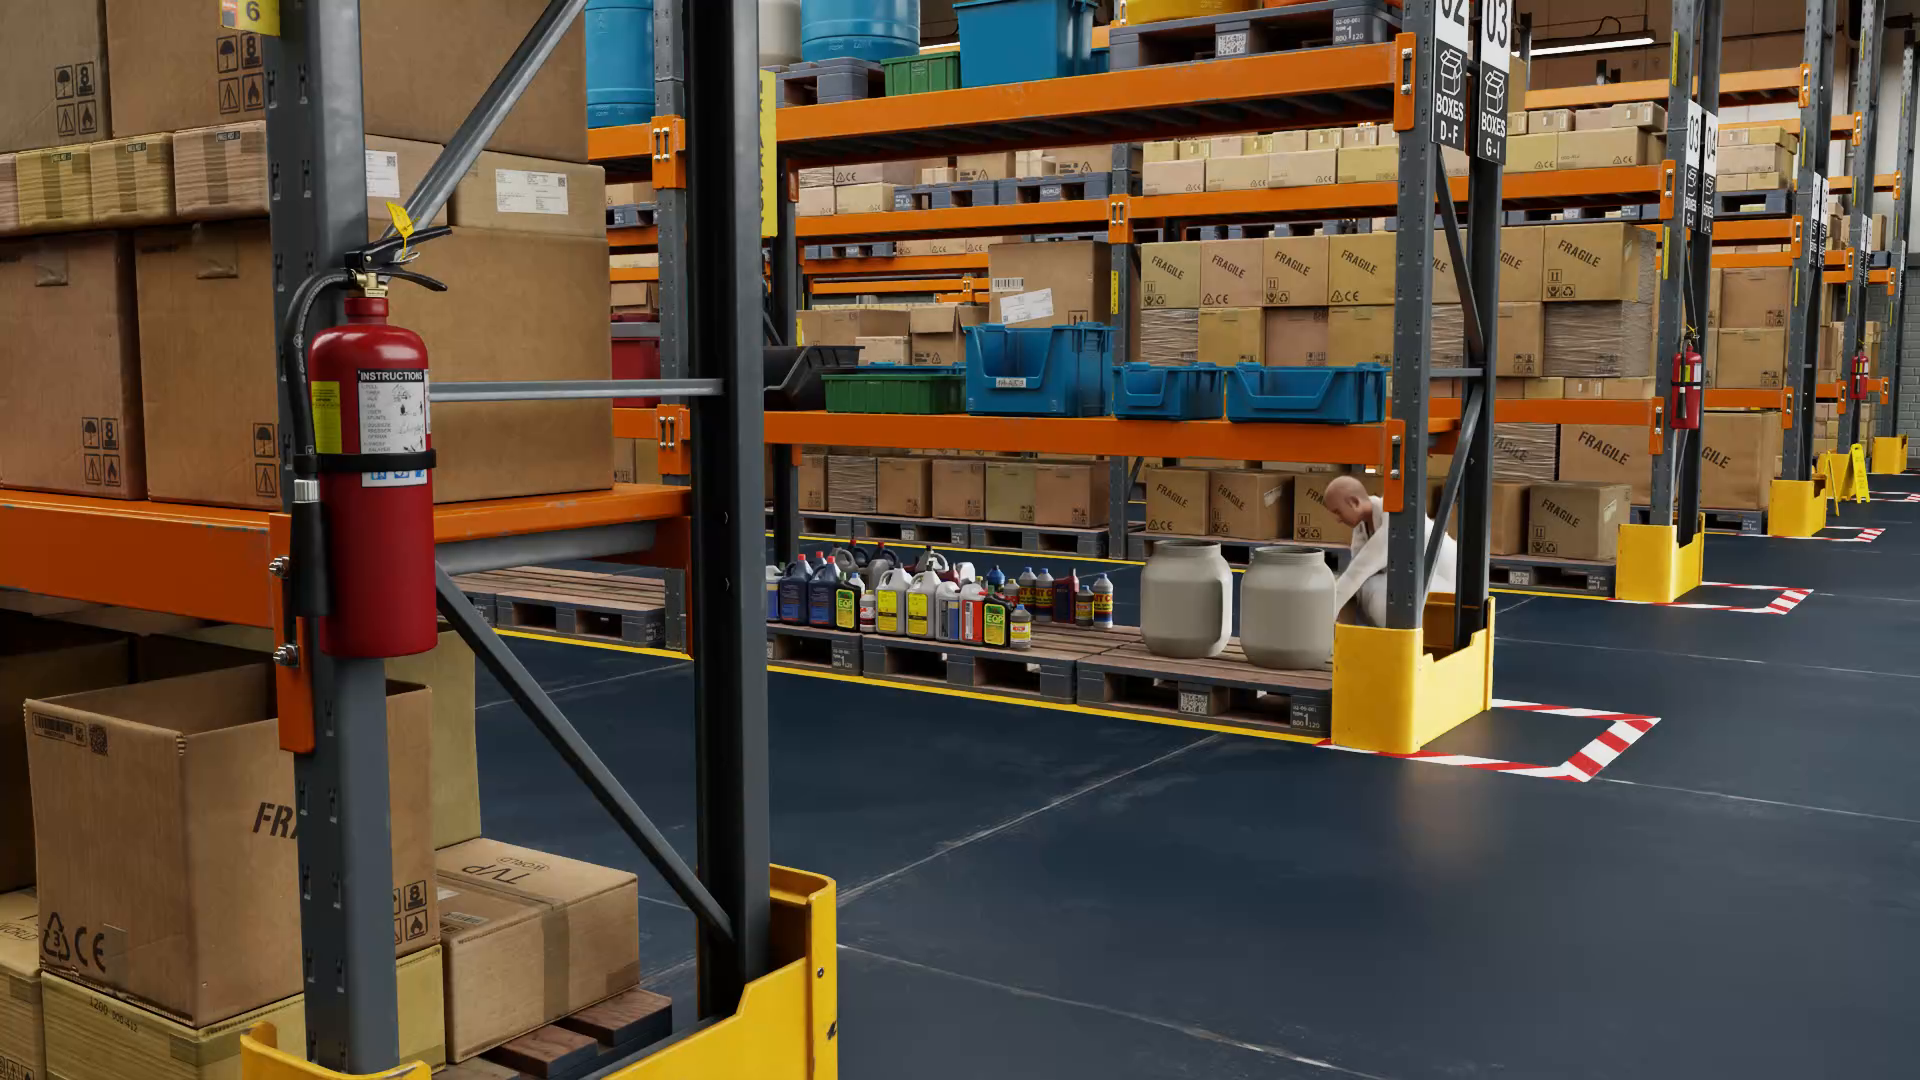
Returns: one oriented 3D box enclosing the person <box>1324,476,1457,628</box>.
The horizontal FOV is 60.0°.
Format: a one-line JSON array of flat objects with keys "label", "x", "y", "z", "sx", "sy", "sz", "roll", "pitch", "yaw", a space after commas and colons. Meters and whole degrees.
[{"label": "person", "x": 2.183, "y": 0.159, "z": 8.556, "sx": 0.930, "sy": 0.977, "sz": 0.592, "roll": 0, "pitch": 6, "yaw": 2}]
